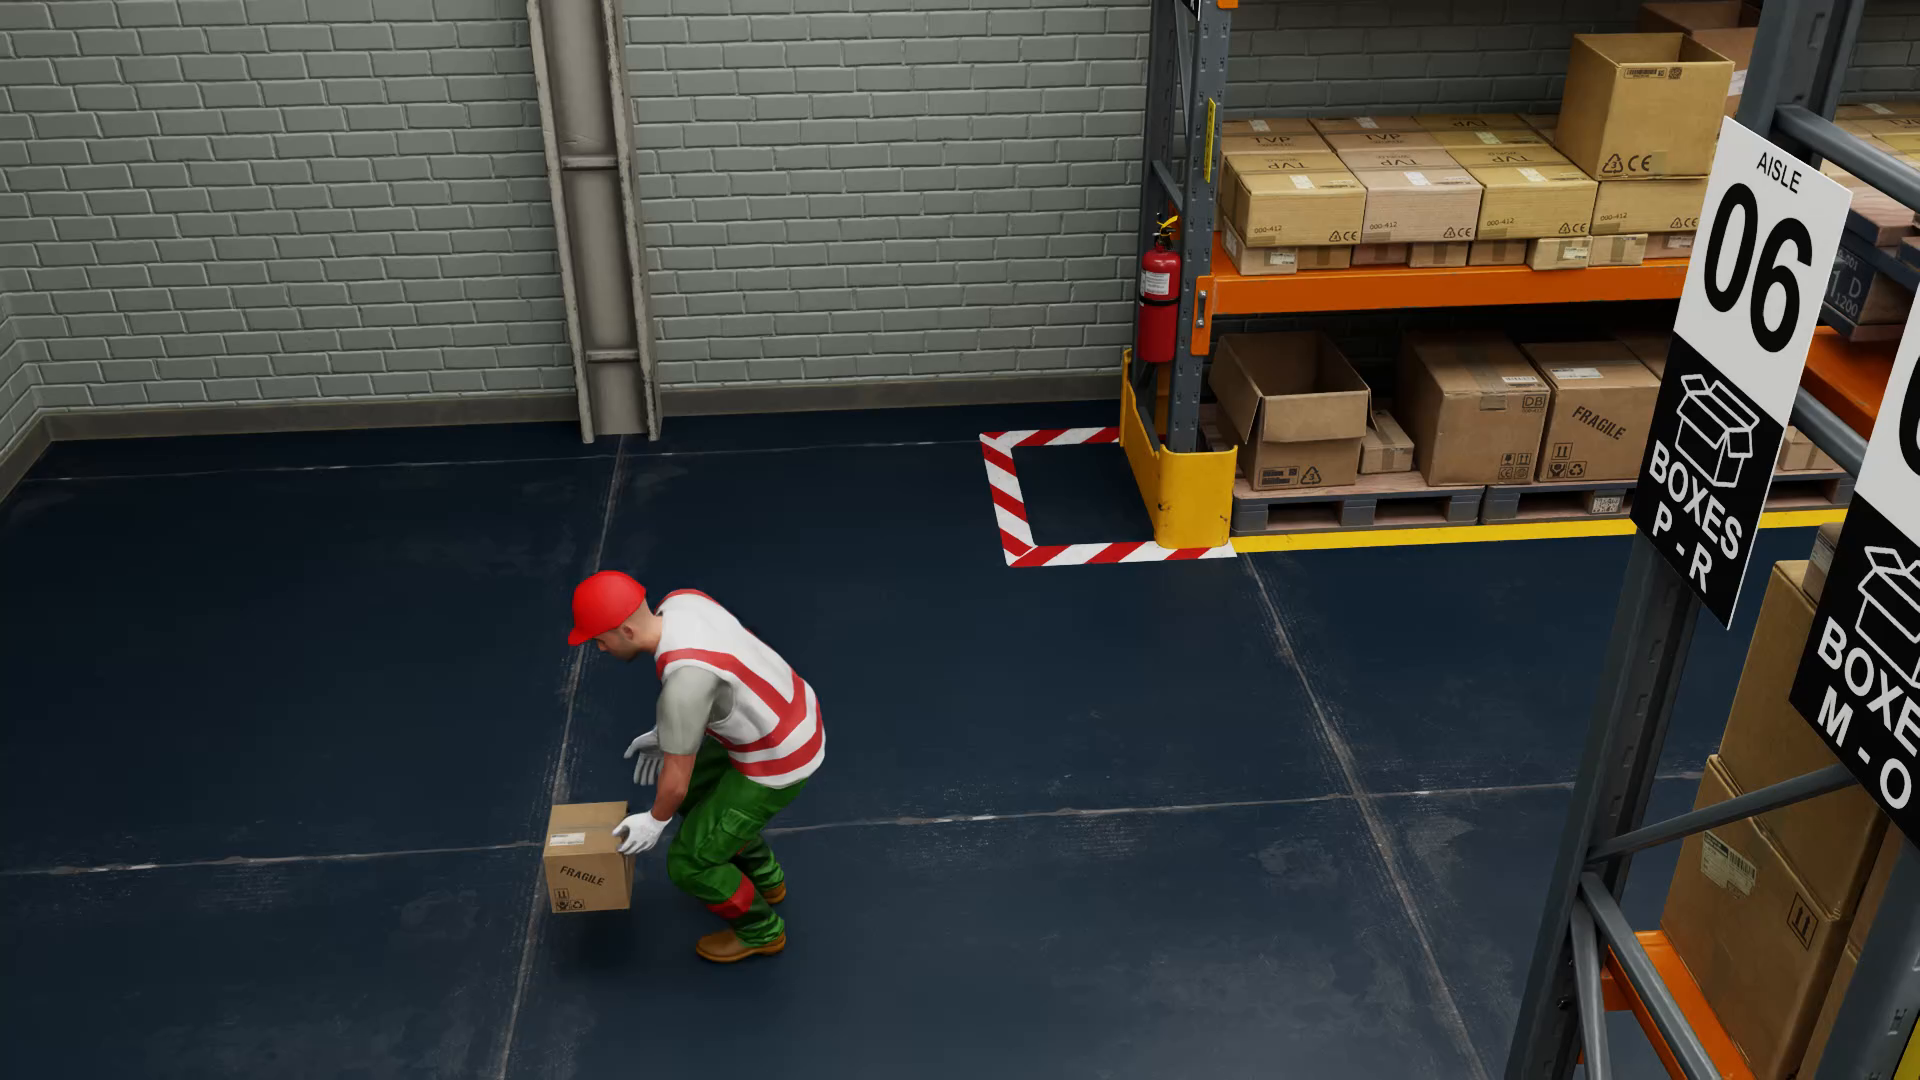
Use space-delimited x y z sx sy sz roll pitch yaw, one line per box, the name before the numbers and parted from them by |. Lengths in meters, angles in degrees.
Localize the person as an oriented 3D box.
person | -0.797 0.709 5.259 0.749 1.443 0.583 -3 31 -4
